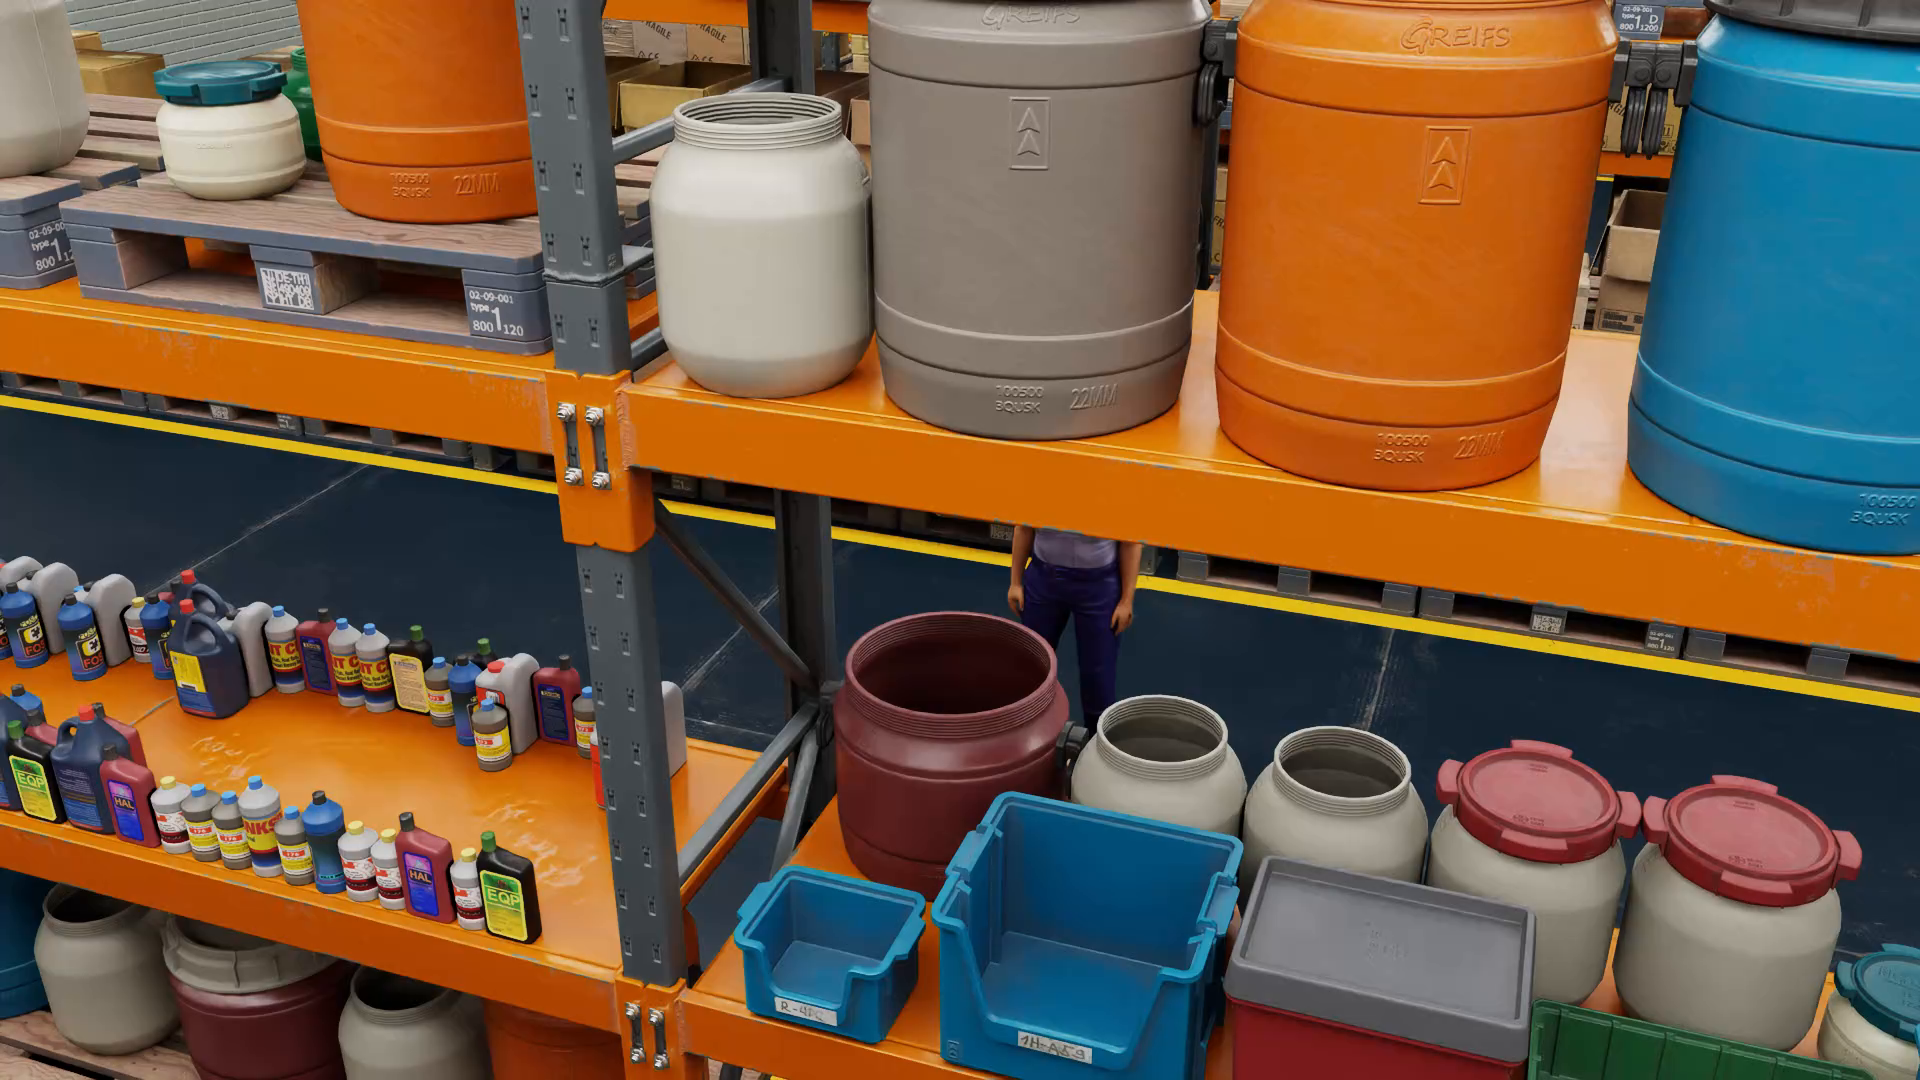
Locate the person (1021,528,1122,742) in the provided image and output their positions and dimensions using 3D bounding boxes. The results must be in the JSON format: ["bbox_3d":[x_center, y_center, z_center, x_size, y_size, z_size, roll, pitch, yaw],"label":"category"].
[{"bbox_3d":[0.443,0.292,6.718,0.530,1.477,0.369,9,27,18],"label":"person"}]
